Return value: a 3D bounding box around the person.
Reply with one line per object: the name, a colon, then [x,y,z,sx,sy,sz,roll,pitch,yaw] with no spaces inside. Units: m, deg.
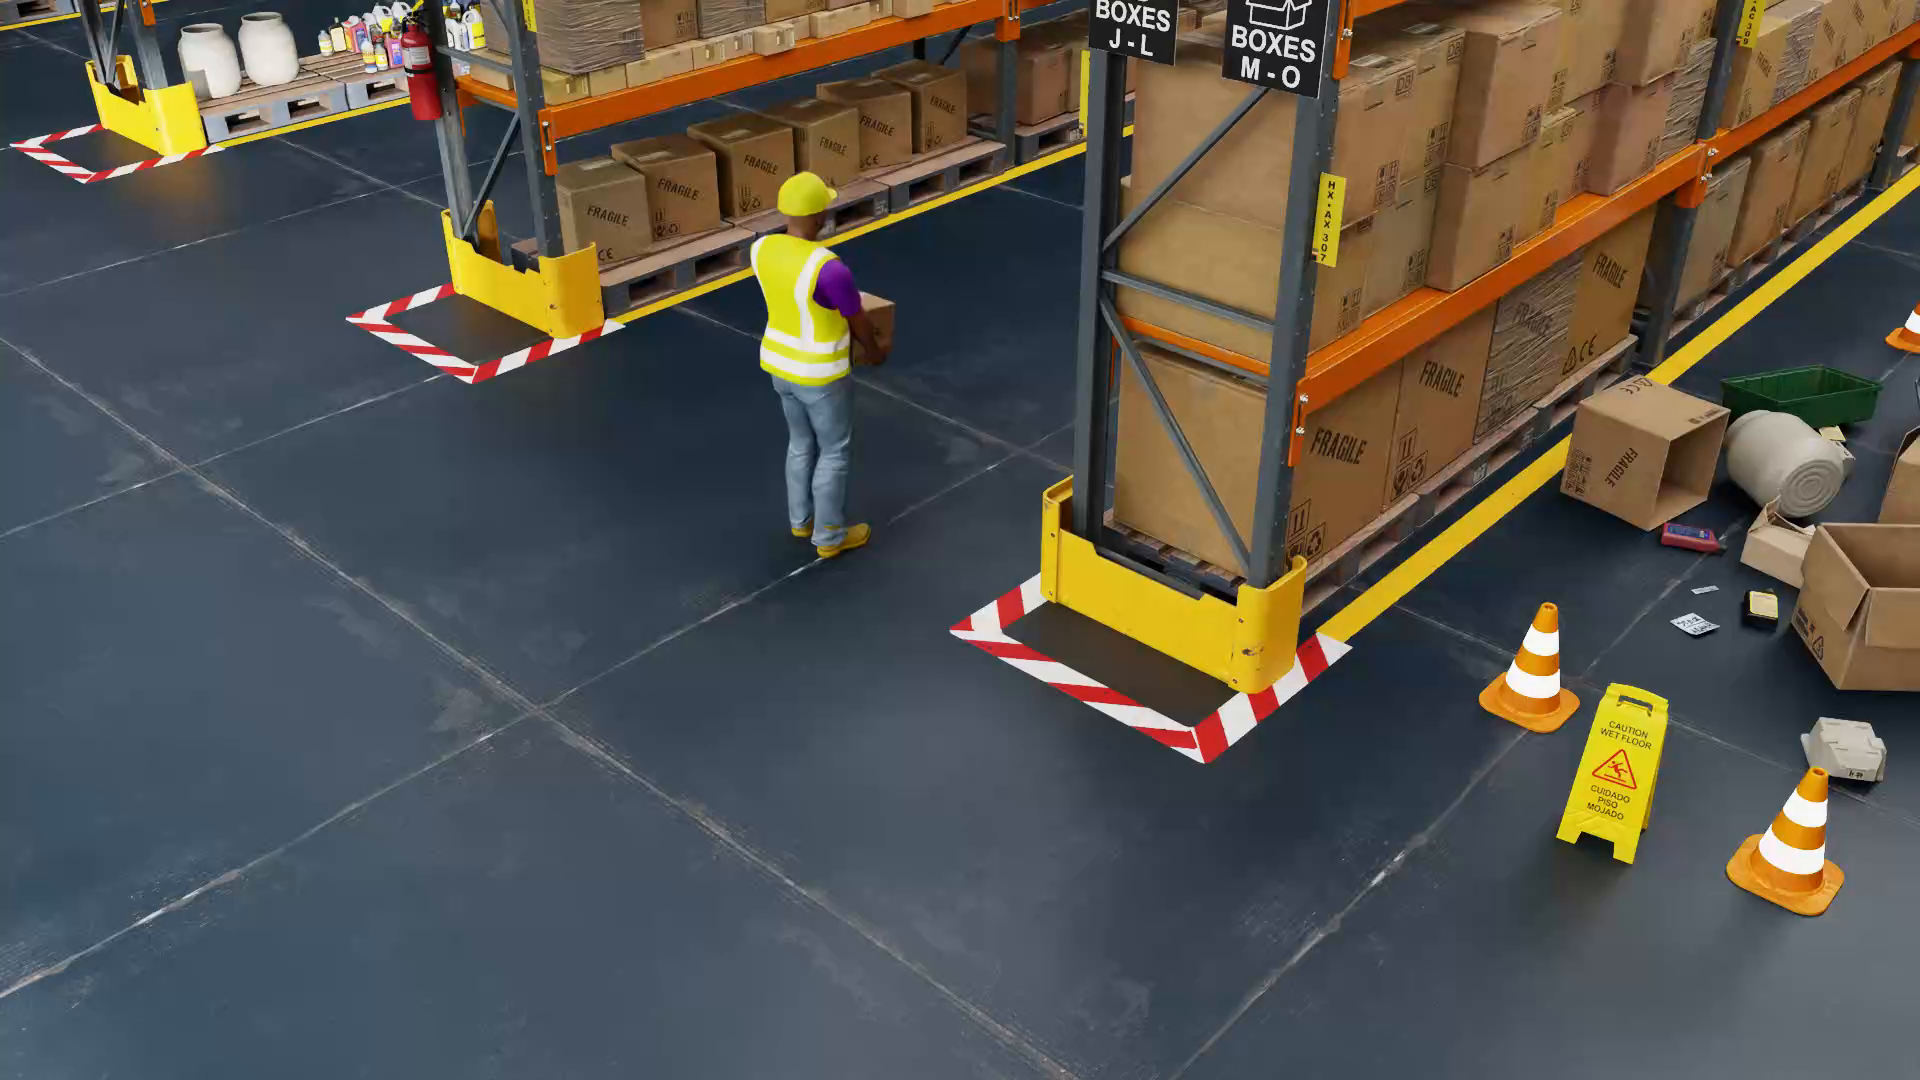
person: [-0.608,-0.801,7.440,0.505,1.762,0.566,24,39,34]
